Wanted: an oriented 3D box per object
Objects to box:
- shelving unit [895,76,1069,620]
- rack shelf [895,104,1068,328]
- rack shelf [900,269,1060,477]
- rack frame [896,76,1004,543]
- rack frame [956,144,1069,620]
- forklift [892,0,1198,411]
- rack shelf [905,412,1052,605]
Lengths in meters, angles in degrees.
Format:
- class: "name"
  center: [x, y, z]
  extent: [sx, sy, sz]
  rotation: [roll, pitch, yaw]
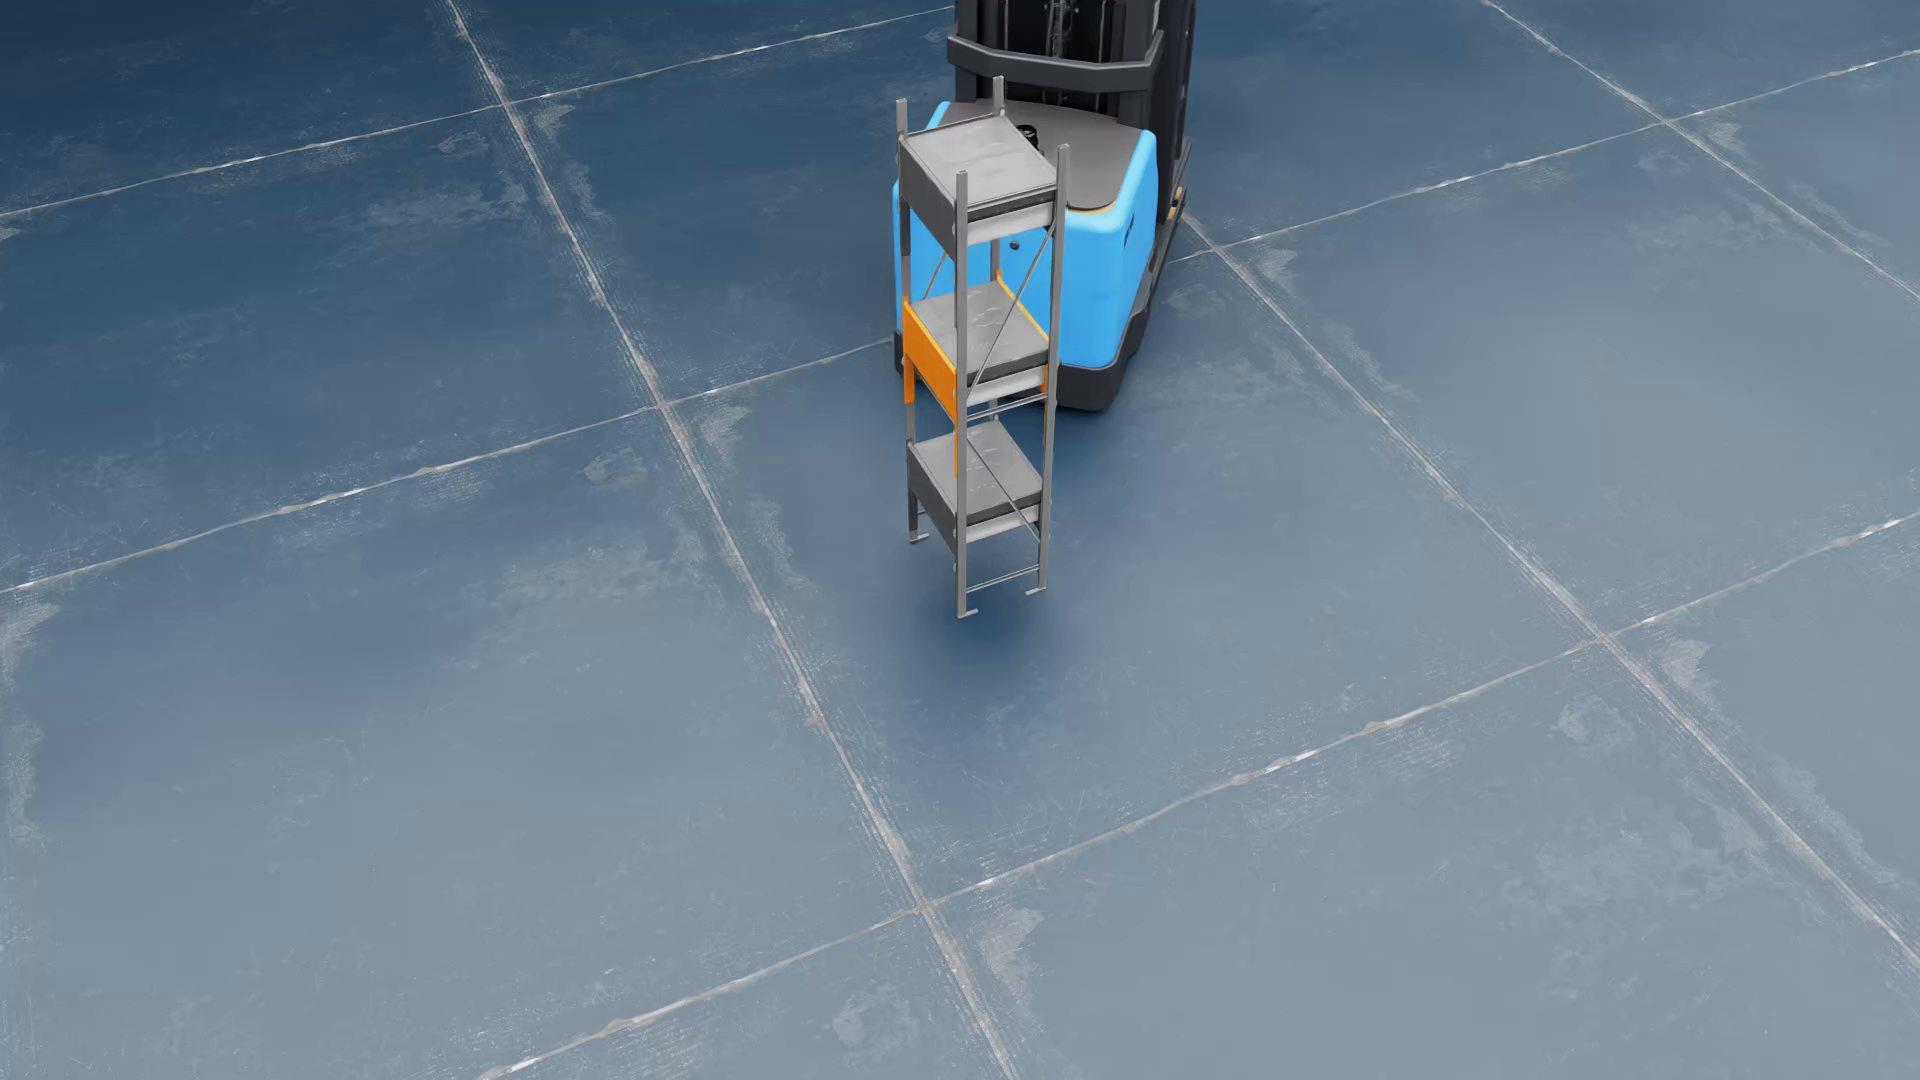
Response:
- class: "shelving unit"
  center: [0.070, -0.642, 6.274]
  extent: [0.431, 2.100, 0.503]
  rotation: [-18, 47, -17]
- class: "rack shelf"
  center: [0.070, -1.130, 5.792]
  extent: [0.431, 0.518, 0.480]
  rotation: [-18, 47, -17]
- class: "rack shelf"
  center: [0.070, -0.632, 6.284]
  extent: [0.431, 0.518, 0.480]
  rotation: [-18, 47, -17]
- class: "rack frame"
  center: [-0.033, -0.797, 6.432]
  extent: [0.400, 2.100, 0.015]
  rotation: [-18, 47, -17]
- class: "rack frame"
  center: [0.172, -0.486, 6.117]
  extent: [0.400, 2.100, 0.015]
  rotation: [-18, 47, -17]
- class: "forklift"
  center: [0.579, -2.689, 7.758]
  extent: [1.130, 2.935, 3.031]
  rotation: [11, 46, 11]
- class: "rack shelf"
  center: [0.070, -0.134, 6.776]
  extent: [0.431, 0.518, 0.480]
  rotation: [-18, 47, -17]
